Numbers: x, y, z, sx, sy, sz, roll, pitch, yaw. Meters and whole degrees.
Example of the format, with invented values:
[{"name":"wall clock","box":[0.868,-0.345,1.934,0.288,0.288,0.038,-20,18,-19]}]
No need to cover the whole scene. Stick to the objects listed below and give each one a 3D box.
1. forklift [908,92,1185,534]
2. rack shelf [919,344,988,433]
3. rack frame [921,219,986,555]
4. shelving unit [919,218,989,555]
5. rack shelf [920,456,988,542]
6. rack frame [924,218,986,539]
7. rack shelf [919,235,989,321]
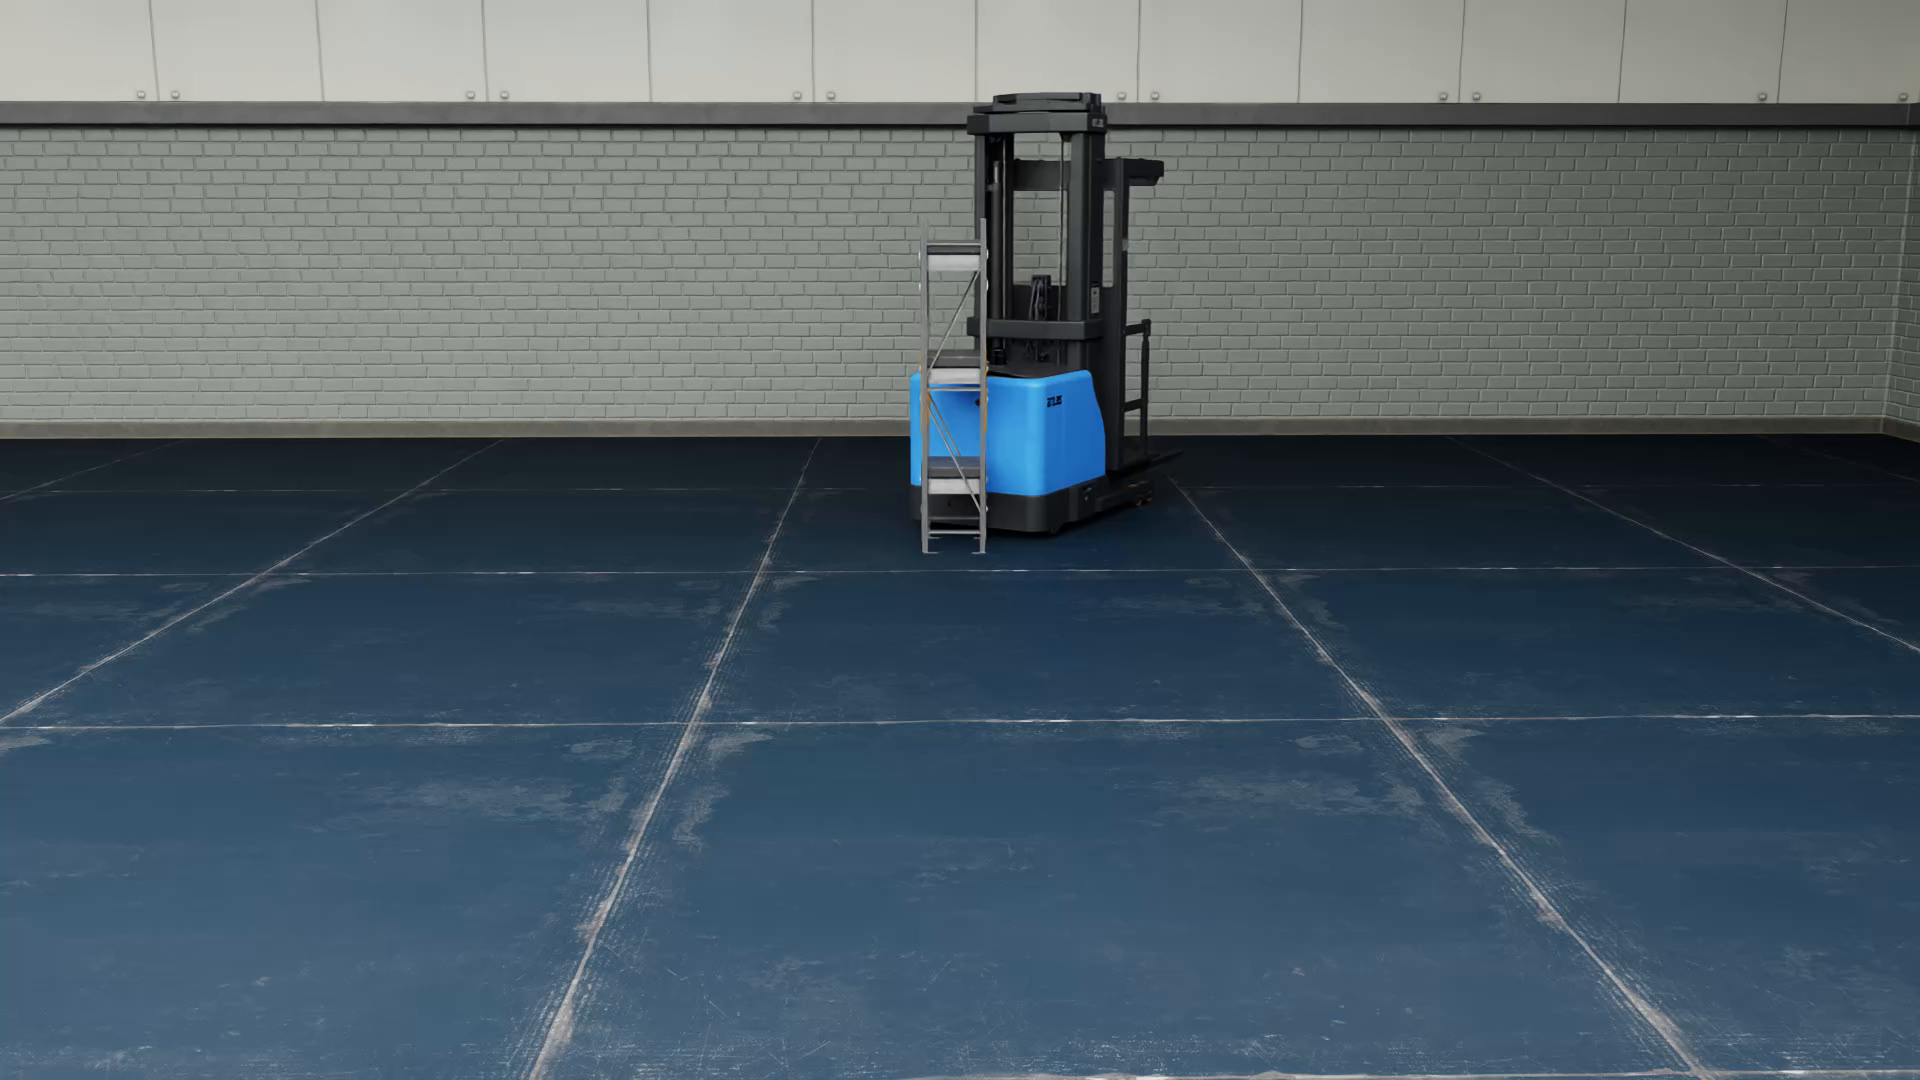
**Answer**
[{"name":"forklift","box":[0.805,-1.722,12.176,1.130,2.935,3.031,6,13,29]},{"name":"rack shelf","box":[-0.035,-0.973,10.643,0.431,0.518,0.480,0,11,1]},{"name":"rack frame","box":[-0.039,-0.938,10.401,0.400,2.100,0.015,0,11,1]},{"name":"shelving unit","box":[-0.035,-0.986,10.640,0.431,2.100,0.503,0,11,1]},{"name":"rack shelf","box":[-0.035,-0.287,10.782,0.431,0.518,0.480,0,11,1]},{"name":"rack frame","box":[-0.031,-1.035,10.879,0.400,2.100,0.015,0,11,1]},{"name":"rack shelf","box":[-0.035,-1.659,10.504,0.431,0.518,0.480,0,11,1]}]
